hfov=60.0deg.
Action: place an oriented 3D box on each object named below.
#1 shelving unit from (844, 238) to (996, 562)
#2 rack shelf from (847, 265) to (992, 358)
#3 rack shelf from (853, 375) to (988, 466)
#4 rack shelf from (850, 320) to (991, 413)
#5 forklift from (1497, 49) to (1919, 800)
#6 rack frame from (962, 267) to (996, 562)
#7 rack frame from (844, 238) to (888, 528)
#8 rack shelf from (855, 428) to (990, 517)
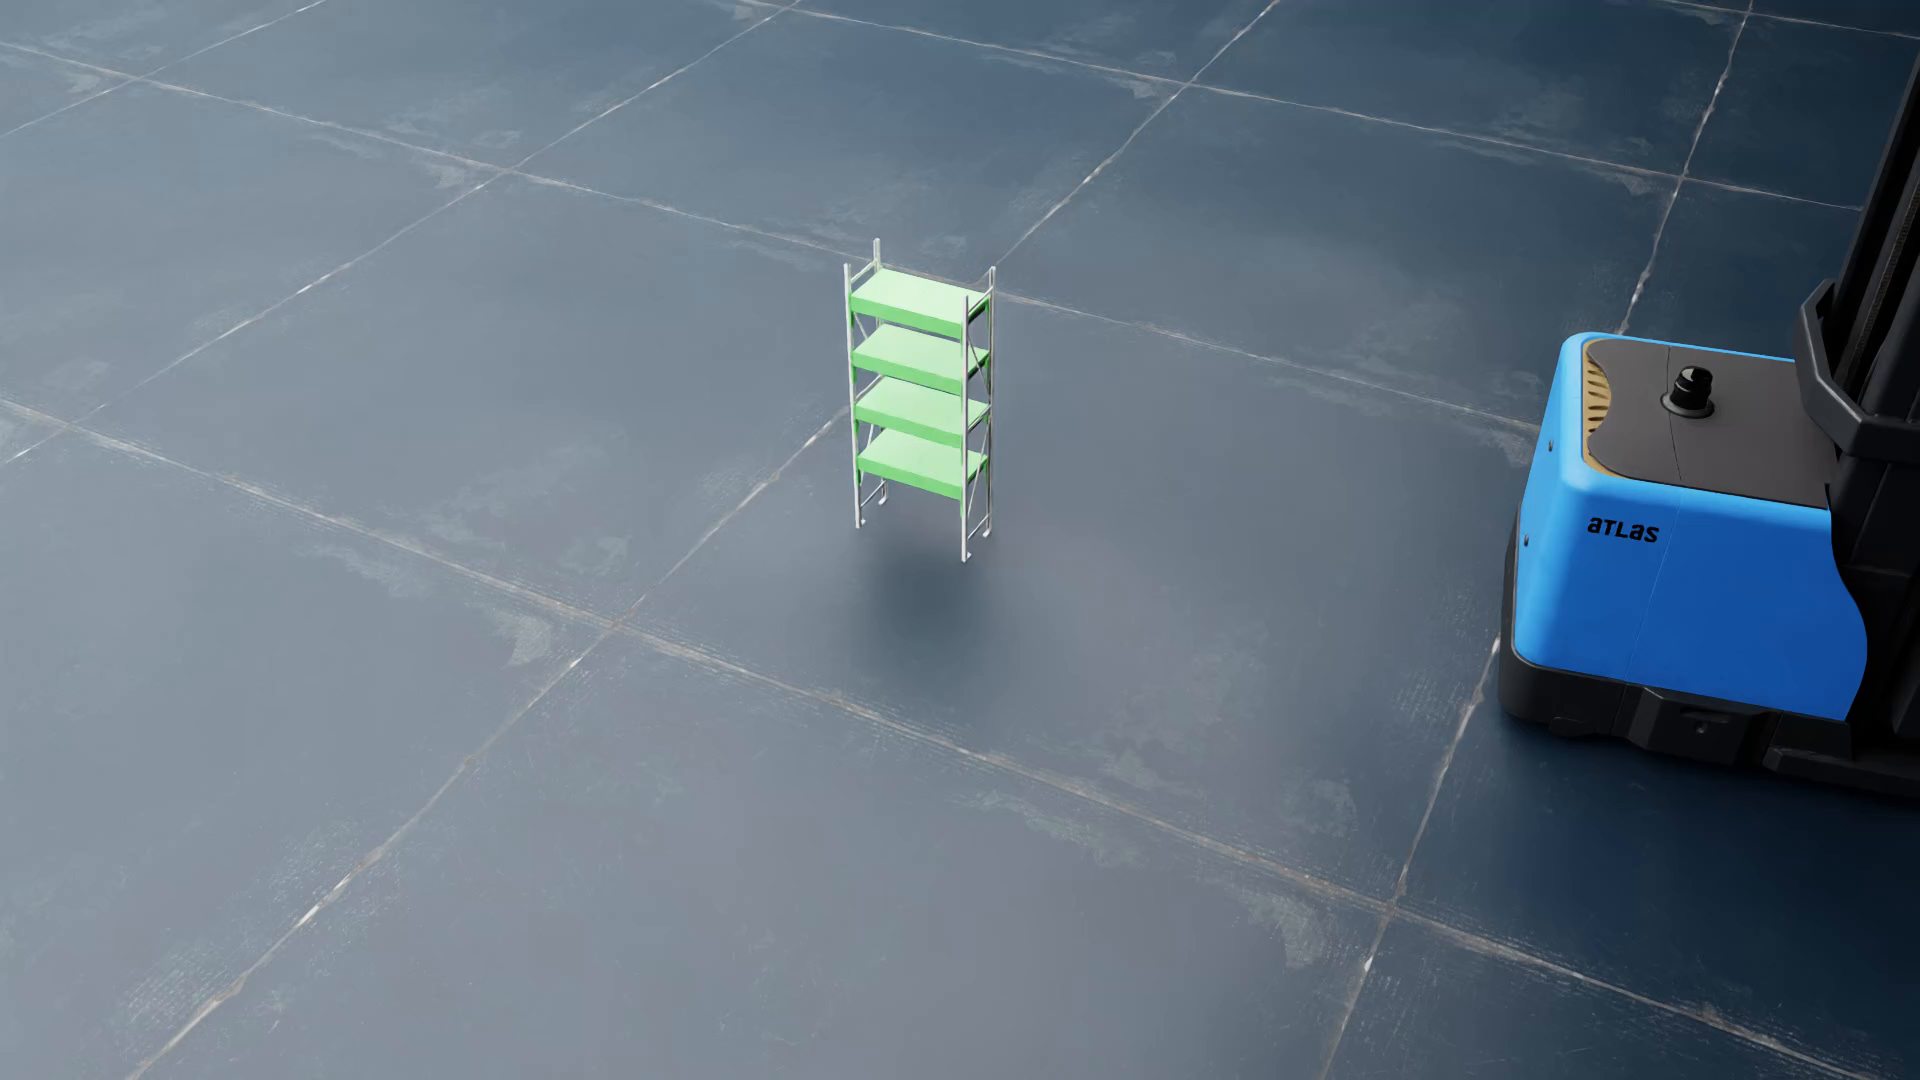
[{"bbox_3d":[-0.147,-0.524,6.448,0.503,1.200,0.258,17,41,21],"label":"shelving unit"},{"bbox_3d":[-0.147,-0.855,6.196,0.480,0.148,0.258,17,41,21],"label":"rack shelf"},{"bbox_3d":[-0.147,-0.473,6.487,0.480,0.148,0.258,17,41,21],"label":"rack shelf"},{"bbox_3d":[-0.147,-0.664,6.341,0.480,0.148,0.258,17,41,21],"label":"rack shelf"},{"bbox_3d":[3.480,-0.543,5.041,3.031,2.935,1.130,10,38,13],"label":"forklift"},{"bbox_3d":[0.070,-0.456,6.358,0.015,1.200,0.240,17,41,21],"label":"rack frame"},{"bbox_3d":[-0.364,-0.592,6.537,0.015,1.200,0.240,17,41,21],"label":"rack frame"},{"bbox_3d":[-0.147,-0.282,6.632,0.480,0.148,0.258,17,41,21],"label":"rack shelf"}]
